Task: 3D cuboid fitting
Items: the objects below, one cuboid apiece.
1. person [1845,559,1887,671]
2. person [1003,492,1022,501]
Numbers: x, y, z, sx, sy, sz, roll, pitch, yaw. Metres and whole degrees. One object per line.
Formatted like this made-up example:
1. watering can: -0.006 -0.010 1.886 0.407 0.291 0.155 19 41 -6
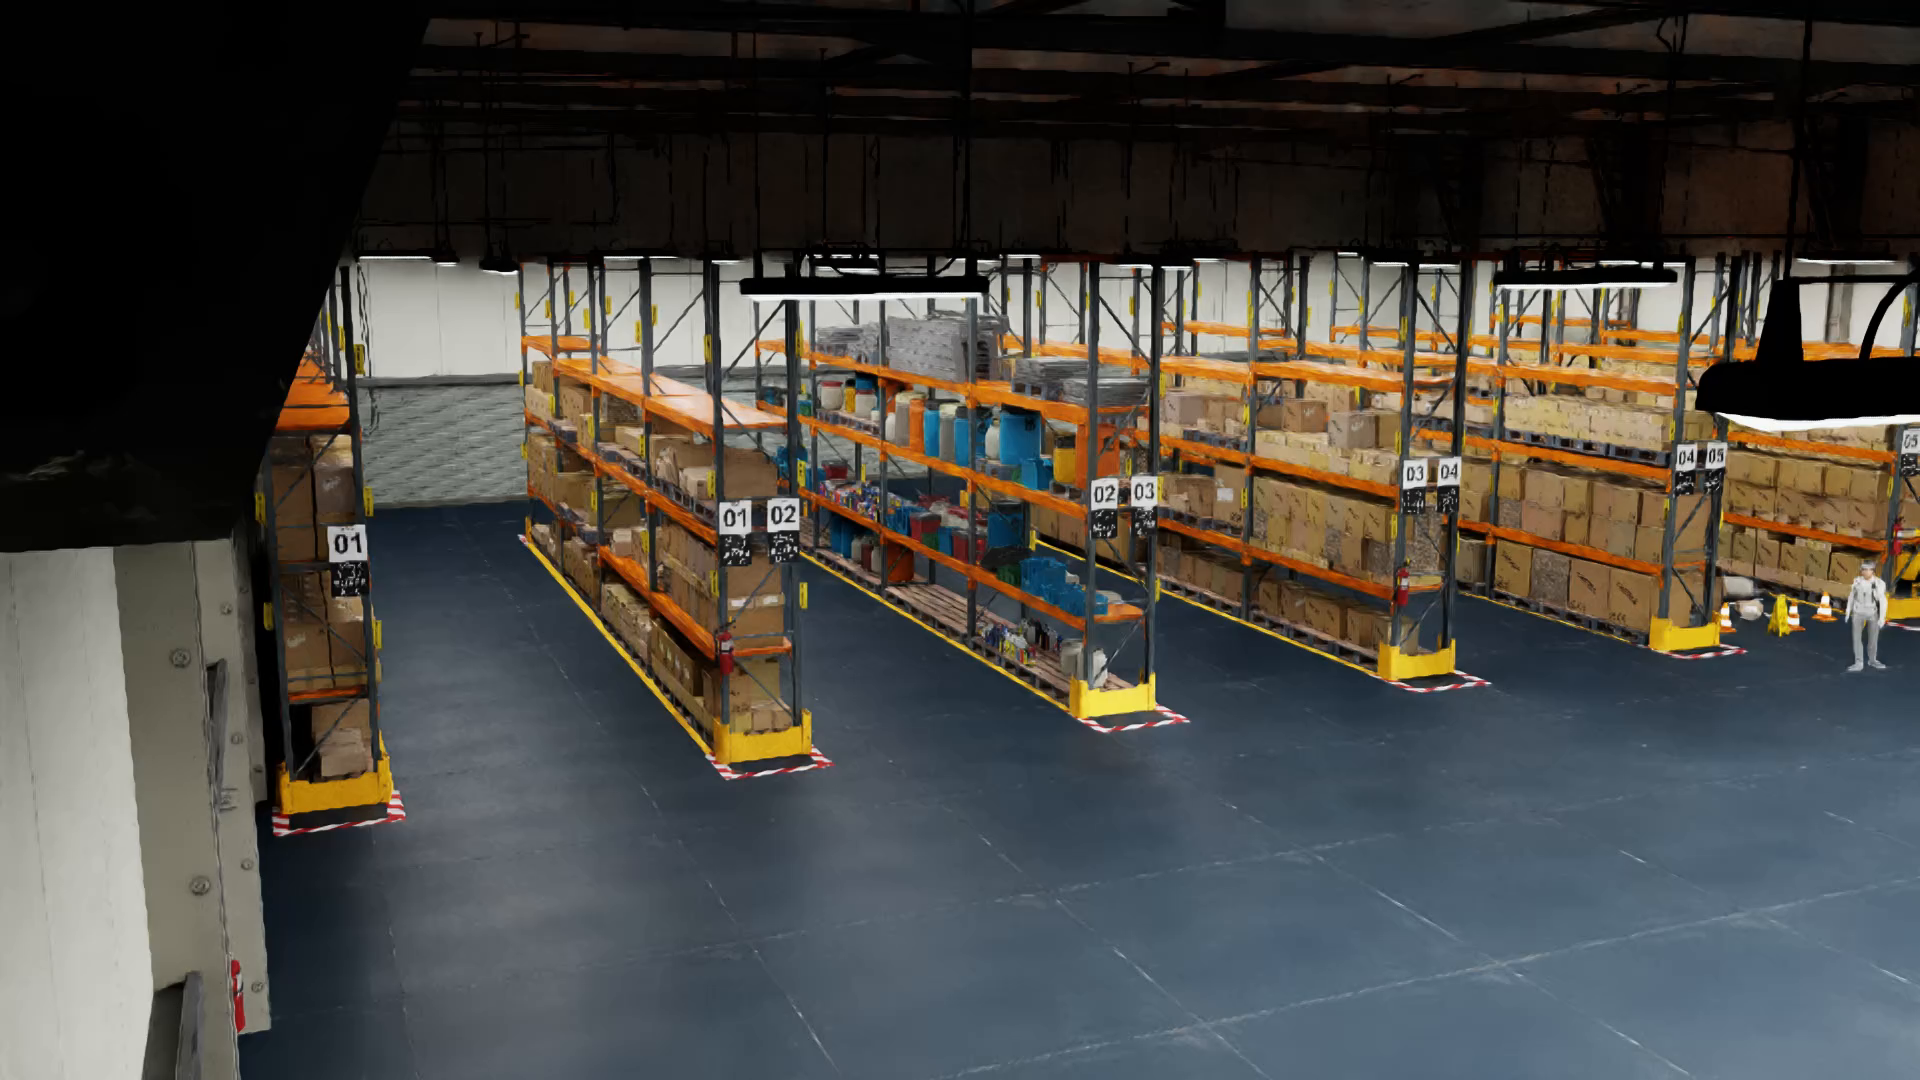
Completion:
1. person: 13.376 1.092 24.502 0.571 1.669 0.518 9 14 40
2. person: 1.096 -0.557 33.361 0.496 1.675 0.441 8 13 36
